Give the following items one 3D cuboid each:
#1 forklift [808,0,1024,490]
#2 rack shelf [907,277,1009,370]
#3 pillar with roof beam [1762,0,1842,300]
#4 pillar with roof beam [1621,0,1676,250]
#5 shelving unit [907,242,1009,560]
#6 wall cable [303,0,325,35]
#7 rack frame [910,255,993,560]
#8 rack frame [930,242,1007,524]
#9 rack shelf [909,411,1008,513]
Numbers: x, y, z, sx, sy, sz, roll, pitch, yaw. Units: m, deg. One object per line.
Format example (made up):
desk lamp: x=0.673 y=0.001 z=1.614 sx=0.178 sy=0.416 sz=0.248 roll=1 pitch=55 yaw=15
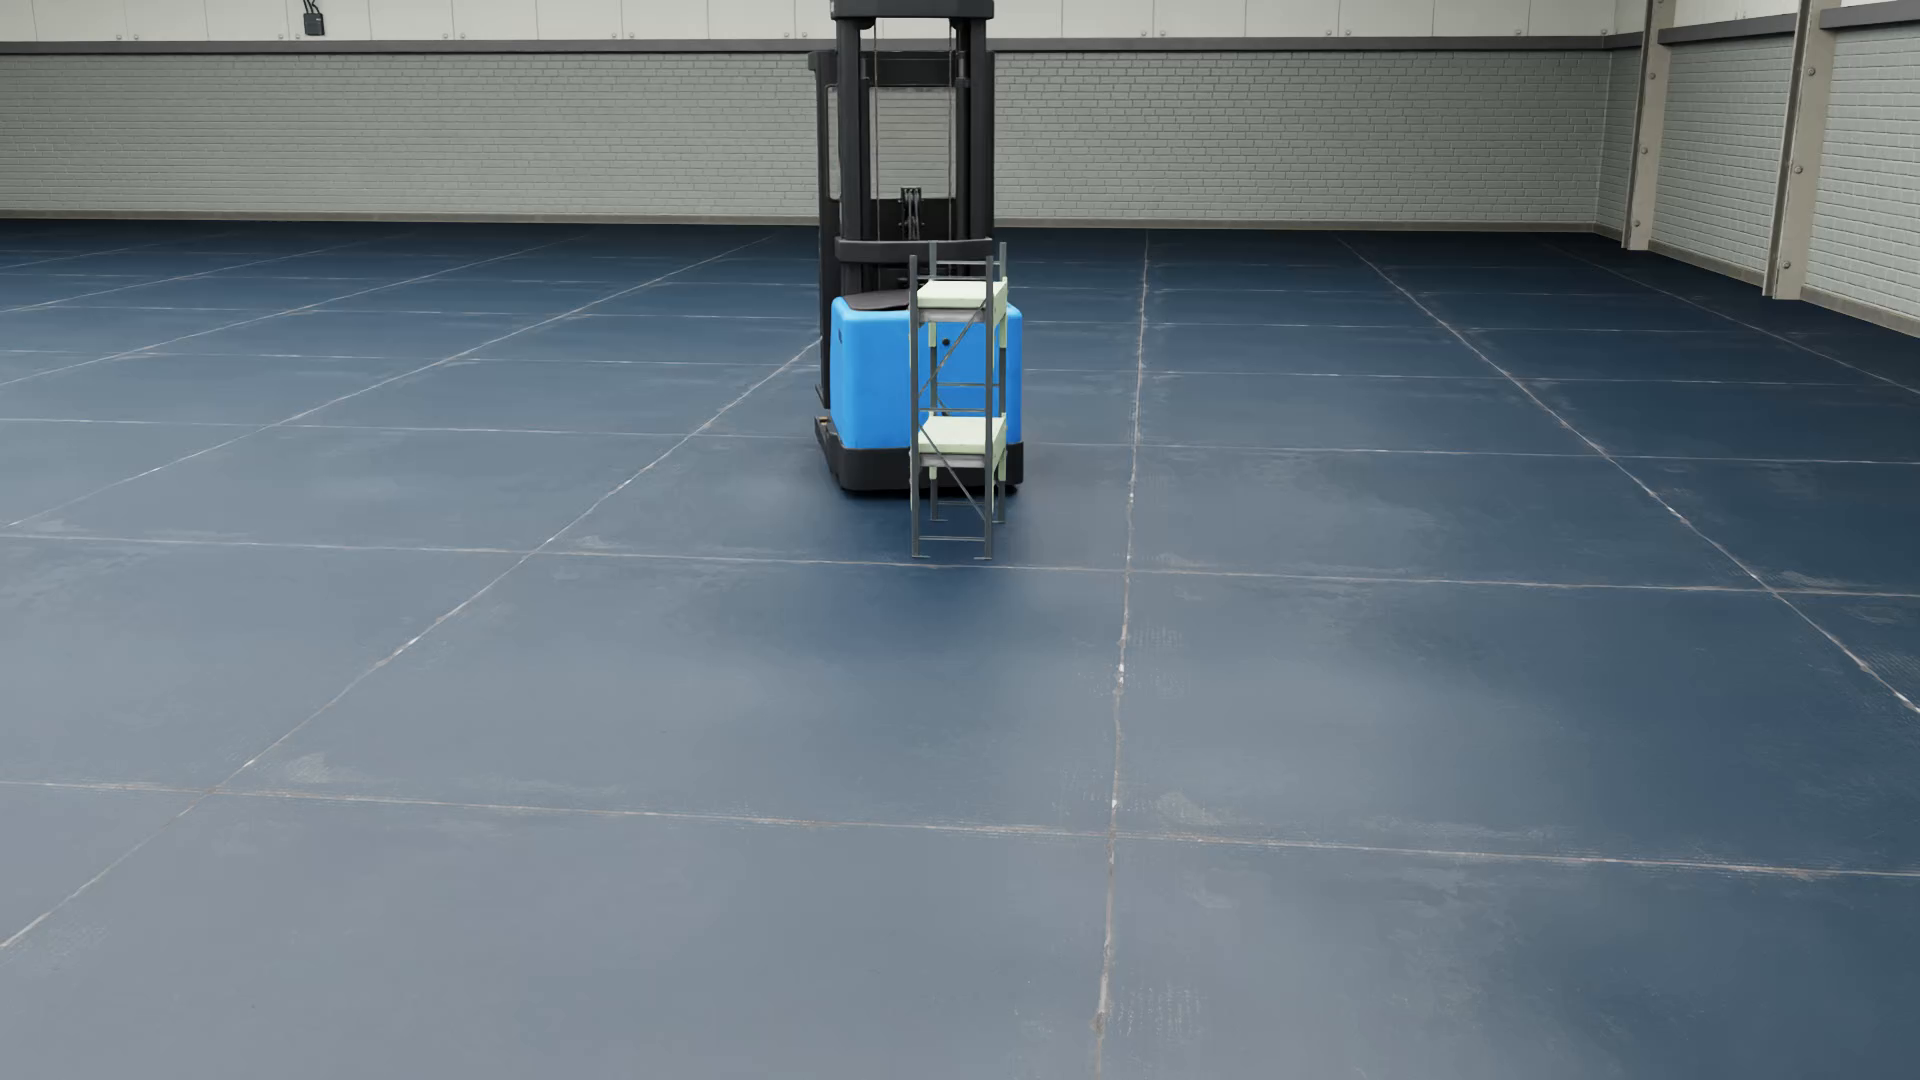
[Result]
forklift: x=-0.370 y=-2.033 z=10.566 sx=1.130 sy=2.935 sz=3.031 roll=-2 pitch=15 yaw=-9
rack shelf: x=0.001 y=-1.102 z=8.371 sx=0.431 sy=0.370 sz=0.720 roll=2 pitch=15 yaw=6
pillar with roof beam: x=5.032 y=-7.219 z=18.121 sx=9.100 sy=9.000 sz=0.400 roll=2 pitch=15 yaw=6
pillar with roof beam: x=5.709 y=-8.776 z=23.876 sx=9.100 sy=9.000 sz=0.400 roll=2 pitch=15 yaw=6
shelving unit: x=0.001 y=-0.726 z=8.473 sx=0.431 sy=1.500 sz=0.755 roll=2 pitch=15 yaw=6
wall cable: x=-10.235 y=-11.660 z=28.027 sx=2.305 sy=6.003 sz=0.169 roll=2 pitch=15 yaw=6
rack frame: x=-0.041 y=-0.631 z=8.122 sx=0.400 sy=1.500 sz=0.023 roll=2 pitch=15 yaw=6
rack frame: x=0.042 y=-0.821 z=8.824 sx=0.400 sy=1.500 sz=0.023 roll=2 pitch=15 yaw=6
rack shelf: x=0.001 y=-0.411 z=8.558 sx=0.431 sy=0.370 sz=0.720 roll=2 pitch=15 yaw=6
